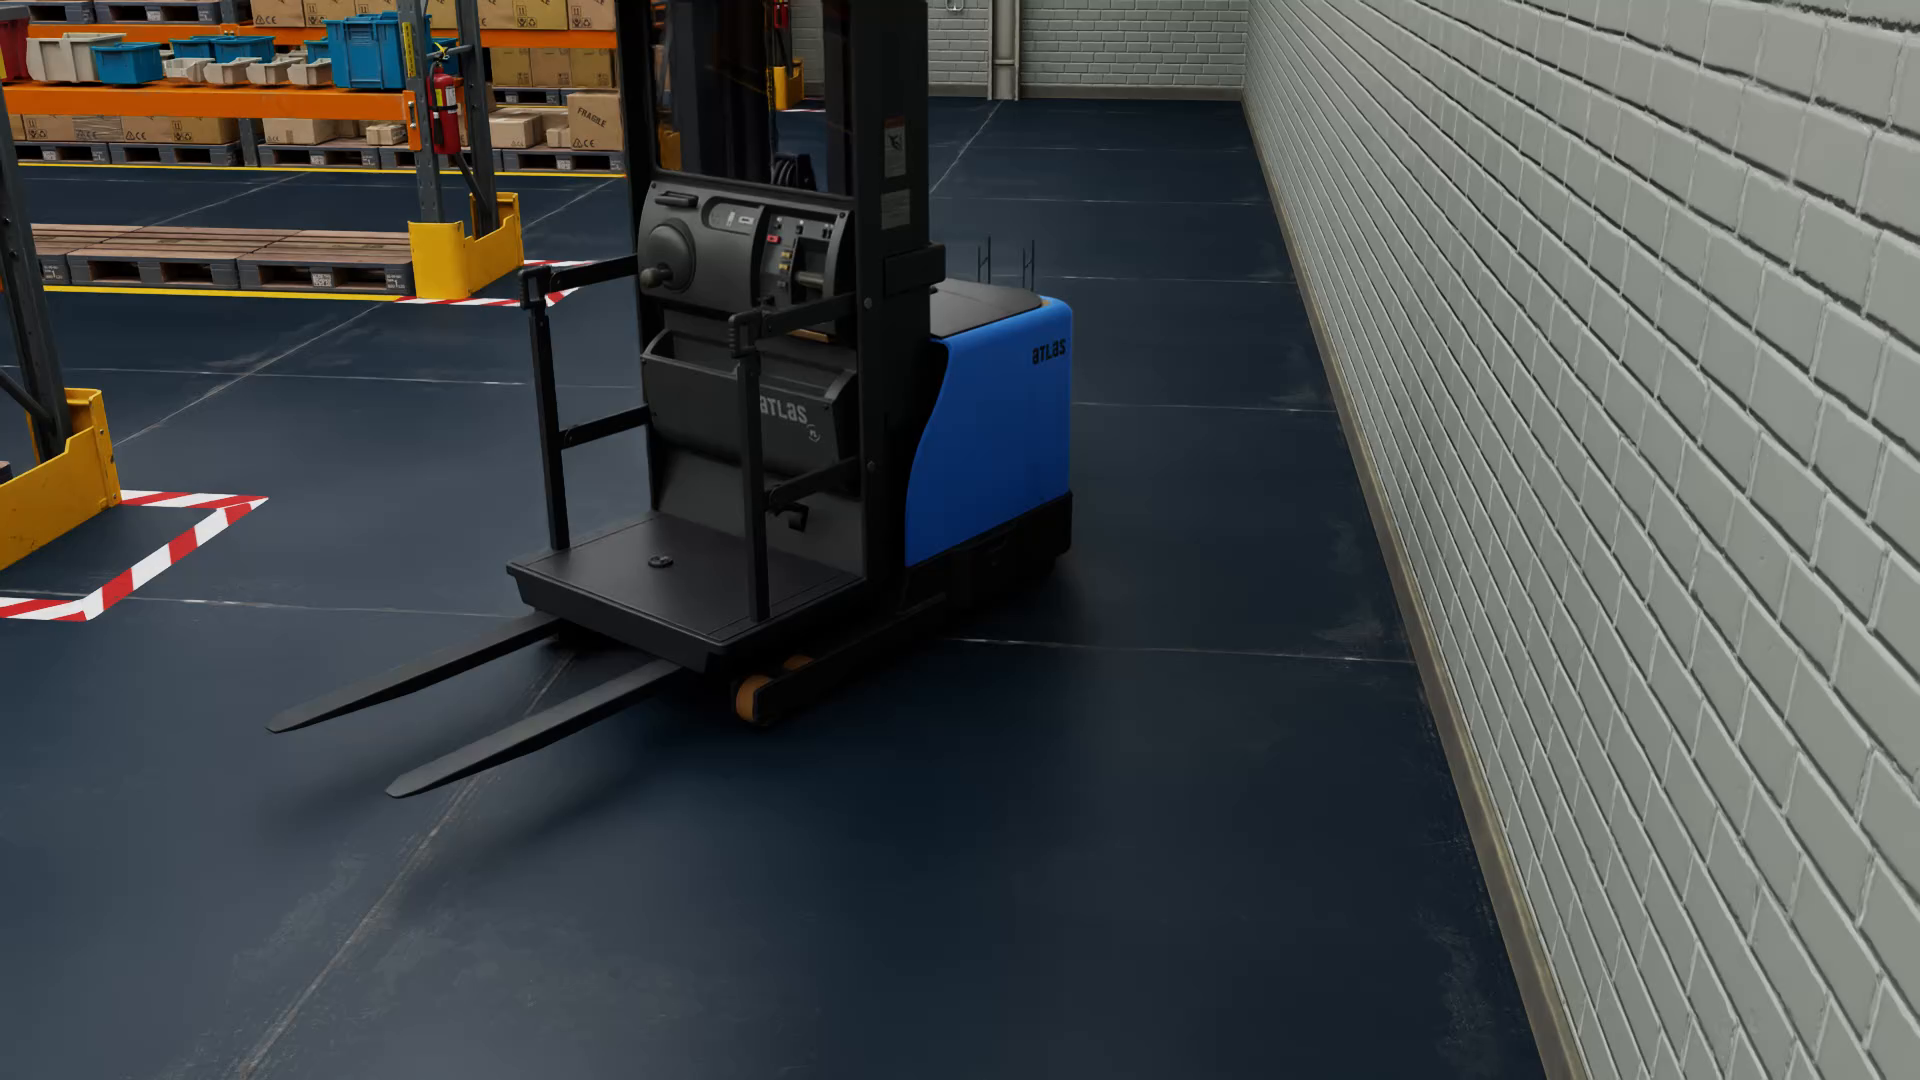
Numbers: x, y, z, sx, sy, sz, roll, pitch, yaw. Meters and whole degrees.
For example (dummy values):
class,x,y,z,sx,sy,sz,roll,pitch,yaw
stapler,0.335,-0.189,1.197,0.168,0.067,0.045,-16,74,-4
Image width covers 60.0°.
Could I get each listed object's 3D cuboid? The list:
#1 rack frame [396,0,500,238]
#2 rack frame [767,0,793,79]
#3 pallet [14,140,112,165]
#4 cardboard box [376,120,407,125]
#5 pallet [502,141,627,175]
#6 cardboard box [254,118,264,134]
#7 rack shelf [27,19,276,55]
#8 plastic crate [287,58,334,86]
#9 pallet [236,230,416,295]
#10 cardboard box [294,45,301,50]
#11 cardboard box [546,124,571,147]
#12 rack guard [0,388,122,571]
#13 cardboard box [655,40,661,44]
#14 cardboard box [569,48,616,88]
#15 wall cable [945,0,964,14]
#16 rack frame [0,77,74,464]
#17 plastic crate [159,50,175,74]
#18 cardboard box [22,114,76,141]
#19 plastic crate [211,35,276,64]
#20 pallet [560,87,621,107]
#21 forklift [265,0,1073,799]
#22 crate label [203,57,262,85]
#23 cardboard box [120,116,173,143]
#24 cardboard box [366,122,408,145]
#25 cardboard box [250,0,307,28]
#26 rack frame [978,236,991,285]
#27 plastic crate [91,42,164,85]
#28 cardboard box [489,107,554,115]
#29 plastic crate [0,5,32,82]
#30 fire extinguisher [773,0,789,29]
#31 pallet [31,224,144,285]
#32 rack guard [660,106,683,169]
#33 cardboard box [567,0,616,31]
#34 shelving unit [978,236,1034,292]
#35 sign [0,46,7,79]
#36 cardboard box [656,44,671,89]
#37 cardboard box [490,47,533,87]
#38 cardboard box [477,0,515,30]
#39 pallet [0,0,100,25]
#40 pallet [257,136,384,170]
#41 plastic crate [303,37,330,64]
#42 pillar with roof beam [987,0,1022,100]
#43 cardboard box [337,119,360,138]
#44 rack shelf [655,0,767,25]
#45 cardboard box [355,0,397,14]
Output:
class,x,y,z,sx,sy,sz,roll,pitch,yaw
rack frame,-3.389,-3.187,10.921,0.127,3.000,1.000,2,22,6
rack frame,-2.223,-6.804,20.070,0.127,3.000,1.000,2,22,6
pallet,-8.801,-3.945,16.631,1.213,0.211,1.003,2,22,6
cardboard box,-5.430,-4.169,16.464,0.500,0.311,0.500,2,22,6
pallet,-3.669,-3.736,16.103,1.213,0.211,1.003,2,22,6
cardboard box,-7.226,-4.320,16.590,0.500,0.500,0.500,2,22,4
rack shelf,-8.760,-4.920,16.284,4.000,0.370,1.077,2,22,6
plastic crate,-4.220,-3.061,10.881,0.243,0.136,0.396,2,22,6
pallet,-4.203,-1.940,11.560,1.213,0.211,1.003,2,22,6
cardboard box,-8.583,-6.226,20.960,0.750,0.750,0.750,2,22,6
cardboard box,-3.763,-3.866,15.895,0.250,0.166,0.380,2,22,6
rack guard,-3.948,-0.215,6.804,0.348,0.500,1.175,2,22,6
cardboard box,-3.786,-6.243,20.598,0.250,0.149,0.380,3,22,7
cardboard box,-4.457,-5.894,20.598,0.500,0.500,0.700,3,22,8
wall cable,-0.840,-7.566,20.617,1.851,1.984,0.084,2,22,6
rack frame,-3.972,-1.379,6.347,0.127,3.000,1.000,2,22,6
plastic crate,-5.596,-3.300,11.483,0.466,0.136,0.293,2,22,6
cardboard box,-8.791,-4.195,16.272,0.500,0.500,0.500,2,22,4
plastic crate,-4.903,-3.325,11.416,0.300,0.233,0.416,2,22,6
pallet,-4.234,-5.567,20.734,1.213,0.211,1.003,2,22,6
forklift,-0.863,-0.963,5.389,1.130,2.935,3.031,16,27,35
crate label,-4.785,-3.082,10.934,0.243,0.136,0.396,2,22,6
cardboard box,-7.788,-4.152,16.163,0.500,0.500,0.500,3,22,6
cardboard box,-5.523,-3.924,16.042,0.250,0.166,0.380,2,22,6
cardboard box,-6.300,-5.093,15.607,0.500,0.500,0.500,3,22,8
rack frame,0.098,-0.651,6.954,0.006,1.200,0.240,4,22,11
plastic crate,-5.458,-3.132,10.929,0.300,0.233,0.416,2,22,6
cardboard box,-4.302,-4.092,16.351,0.500,0.250,0.500,2,22,6
plastic crate,-6.504,-3.288,11.007,0.583,0.464,0.402,2,22,6
fire extinguisher,-2.127,-6.420,19.710,0.183,0.674,0.296,2,22,6
pallet,-6.626,-2.046,11.827,1.213,0.211,1.003,2,22,6
rack guard,-2.878,-3.836,15.963,0.348,0.500,1.175,2,22,6
cardboard box,-3.279,-4.962,15.274,0.500,0.500,0.500,3,22,8
shelving unit,0.188,-0.644,6.936,0.189,1.200,0.258,4,22,11
sign,-3.900,-2.020,6.685,0.005,0.325,0.100,2,22,6
cardboard box,-3.427,-5.852,20.492,0.500,0.500,0.700,2,22,6
cardboard box,-5.464,-5.940,20.714,0.500,0.500,0.700,3,22,7
cardboard box,-4.289,-5.007,15.388,0.500,0.500,0.500,3,22,7
pallet,-8.815,-5.170,16.197,1.213,0.211,1.003,2,22,6
pallet,-6.092,-3.841,16.370,1.213,0.211,1.003,2,22,6
plastic crate,-4.249,-3.296,11.344,0.300,0.233,0.416,2,22,6
pillar with roof beam,0.054,-8.221,15.495,0.400,9.000,9.100,2,22,6
cardboard box,-6.175,-4.289,16.511,0.500,0.500,0.500,2,22,6
rack shelf,-4.209,-6.556,20.421,4.000,0.370,1.077,2,22,6
cardboard box,-5.295,-5.050,15.497,0.500,0.500,0.500,2,22,6
